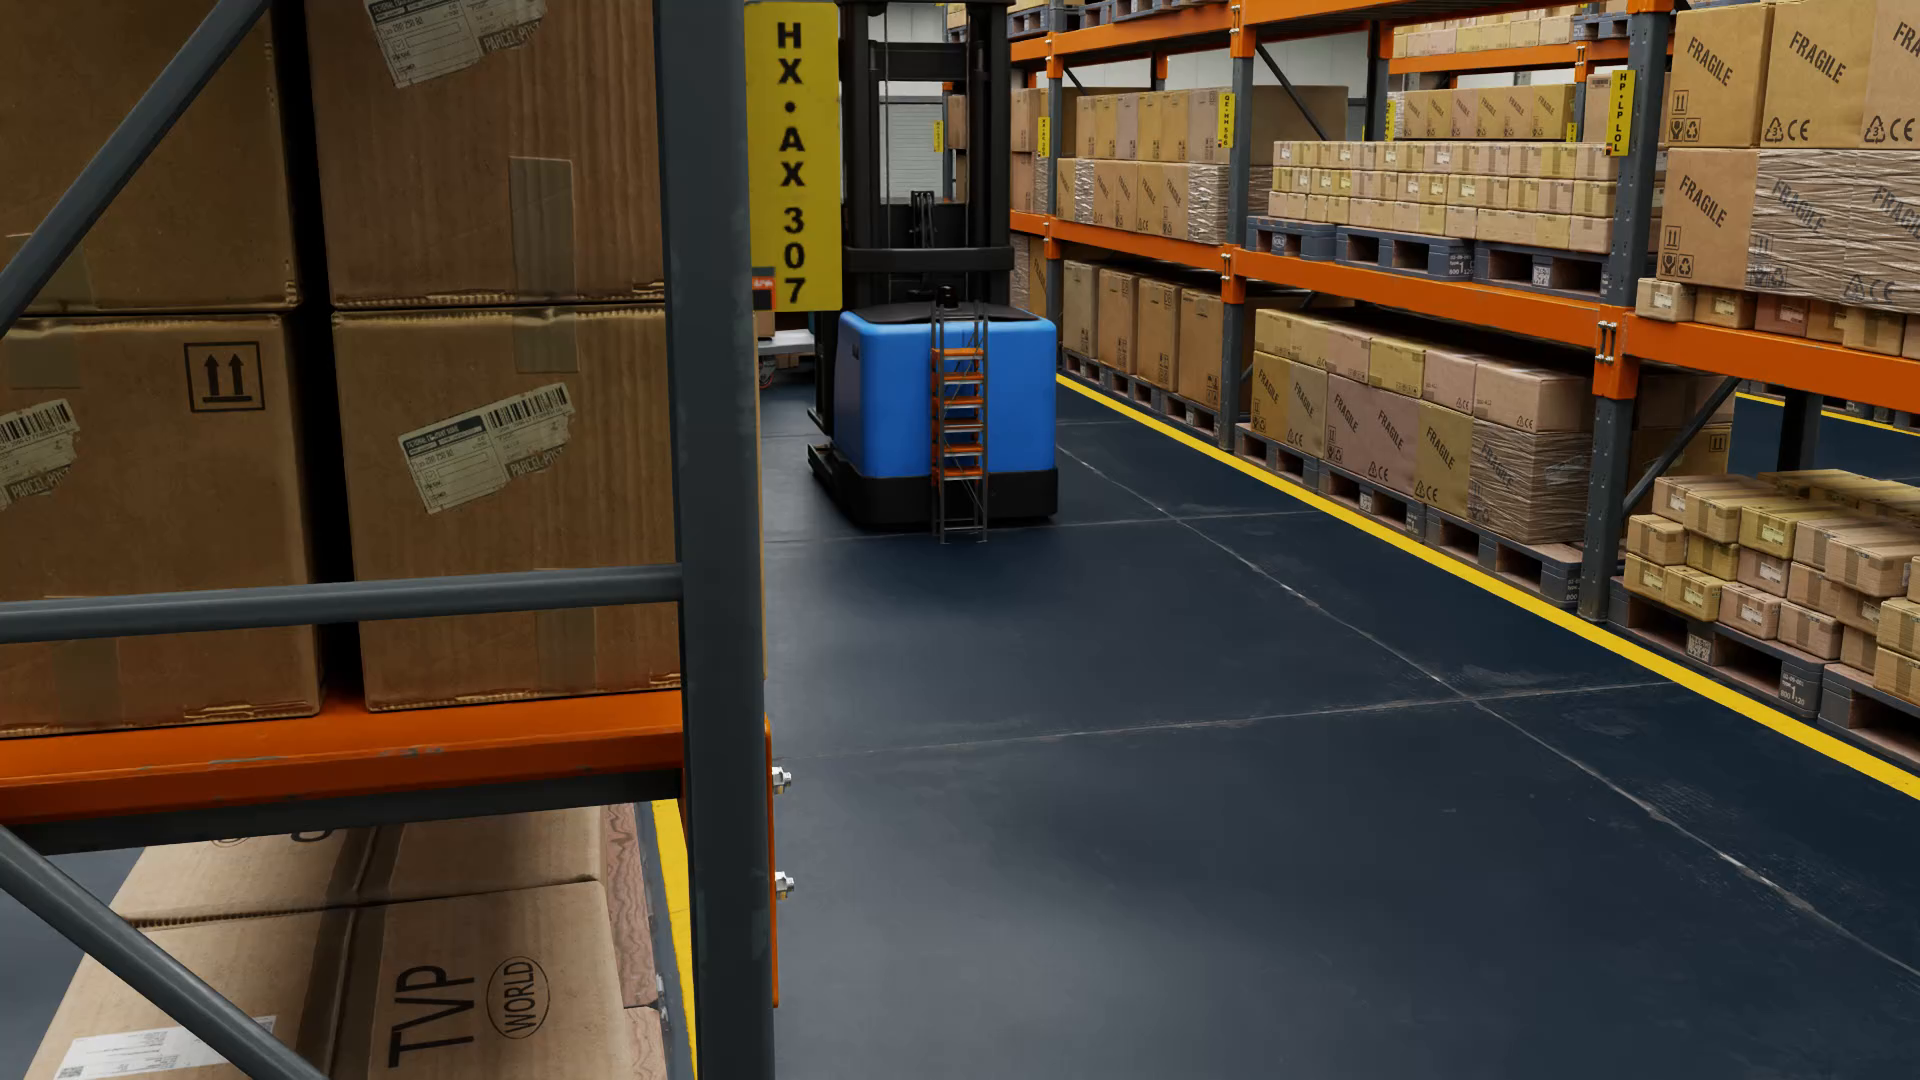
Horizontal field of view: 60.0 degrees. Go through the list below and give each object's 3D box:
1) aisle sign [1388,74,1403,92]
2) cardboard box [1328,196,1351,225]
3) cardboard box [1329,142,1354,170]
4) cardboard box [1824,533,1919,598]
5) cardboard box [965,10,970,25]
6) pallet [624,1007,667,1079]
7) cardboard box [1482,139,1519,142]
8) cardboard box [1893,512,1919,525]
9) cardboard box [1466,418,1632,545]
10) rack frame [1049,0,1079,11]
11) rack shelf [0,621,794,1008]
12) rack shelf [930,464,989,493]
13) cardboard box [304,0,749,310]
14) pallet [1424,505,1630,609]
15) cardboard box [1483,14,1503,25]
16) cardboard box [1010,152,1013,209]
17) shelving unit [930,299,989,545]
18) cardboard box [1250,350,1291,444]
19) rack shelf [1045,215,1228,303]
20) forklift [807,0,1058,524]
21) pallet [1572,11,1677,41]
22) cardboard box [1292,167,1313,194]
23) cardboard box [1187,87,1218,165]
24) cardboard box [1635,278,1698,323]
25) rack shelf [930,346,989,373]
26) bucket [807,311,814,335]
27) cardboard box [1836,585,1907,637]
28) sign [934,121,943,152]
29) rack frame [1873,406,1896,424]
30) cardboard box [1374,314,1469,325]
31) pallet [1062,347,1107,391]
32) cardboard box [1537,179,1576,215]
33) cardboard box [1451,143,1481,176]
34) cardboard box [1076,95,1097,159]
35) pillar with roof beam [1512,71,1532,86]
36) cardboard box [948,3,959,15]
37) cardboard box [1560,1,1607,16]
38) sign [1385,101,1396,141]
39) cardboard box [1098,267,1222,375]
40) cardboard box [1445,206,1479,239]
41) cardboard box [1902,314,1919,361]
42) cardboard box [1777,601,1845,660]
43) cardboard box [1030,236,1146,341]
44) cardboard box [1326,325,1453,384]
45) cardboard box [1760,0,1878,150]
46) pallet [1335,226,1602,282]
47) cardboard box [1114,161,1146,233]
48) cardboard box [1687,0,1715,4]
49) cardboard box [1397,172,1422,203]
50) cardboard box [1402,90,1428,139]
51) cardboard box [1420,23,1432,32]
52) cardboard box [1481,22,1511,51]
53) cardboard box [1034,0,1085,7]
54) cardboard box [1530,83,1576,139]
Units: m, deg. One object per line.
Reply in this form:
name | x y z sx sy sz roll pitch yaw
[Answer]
aisle sign | 4.849 -5.426 18.839 0.394 0.787 0.004 -3 14 -13
cardboard box | 2.289 -1.848 9.316 0.380 0.149 0.250 -3 14 -11
cardboard box | 2.290 -2.141 9.260 0.380 0.149 0.250 -4 14 -16
cardboard box | 3.186 0.083 5.634 0.380 0.149 0.250 -3 14 -12
cardboard box | 0.258 -5.228 16.620 0.380 0.149 0.250 -3 14 -13
pallet | -0.984 1.252 2.856 1.003 0.211 1.213 -3 14 -13
cardboard box | 5.750 -3.770 16.701 0.875 0.500 0.500 -3 14 -13
cardboard box | 3.614 -0.007 6.003 0.380 0.149 0.250 -3 14 -11
cardboard box | 2.709 -0.291 7.678 0.500 0.500 0.500 -4 14 -14
rack frame | 1.249 -5.904 13.632 1.000 3.000 0.127 -3 14 -13
rack shelf | -1.190 -0.034 3.762 1.077 0.370 4.000 -3 14 -13
rack shelf | -0.003 -0.310 8.366 0.258 0.103 0.180 -3 14 -13
cardboard box | -0.556 -0.583 2.176 0.500 0.500 0.500 -4 14 -14
pallet | 2.944 0.031 7.856 1.003 0.211 1.213 -3 14 -13
cardboard box | 5.422 -5.183 16.479 0.380 0.149 0.250 -3 14 -11
cardboard box | 0.765 -3.520 16.201 0.875 0.550 0.500 -3 14 -13
shelving unit | -0.003 -0.586 8.298 0.258 1.200 0.189 -3 14 -13
cardboard box | 2.107 -0.879 10.088 0.500 0.500 0.500 -4 14 -16
rack shelf | 1.719 -2.179 12.541 1.077 0.370 4.000 -3 14 -13
forklift | -0.309 -1.808 9.652 1.130 2.935 3.031 -3 14 -12
pallet | 6.136 -4.460 14.439 1.213 0.211 1.003 -3 14 -13
cardboard box | 2.173 -2.108 9.754 0.380 0.149 0.250 -3 14 -10
cardboard box | 1.973 -2.822 11.340 0.700 0.500 0.500 -3 14 -14
cardboard box | 2.877 -0.939 6.478 0.380 0.149 0.250 -3 14 -11
rack shelf | -0.003 -0.893 8.223 0.258 0.103 0.180 -3 14 -13
bucket | -1.024 -2.041 14.155 0.726 0.611 0.620 2 24 6
cardboard box | 3.243 0.228 5.667 0.380 0.149 0.250 -3 14 -11
sign | -0.231 -4.342 17.888 0.100 0.325 0.005 -3 14 -13
rack frame | 7.034 -2.320 11.603 1.000 3.000 0.127 -3 14 -13
cardboard box | 2.733 -1.162 9.665 0.500 0.250 0.500 -3 14 -12
pallet | 1.504 -1.461 13.964 1.003 0.211 1.213 -3 14 -13
cardboard box | 2.780 -1.512 7.314 0.380 0.149 0.250 -3 14 -13
cardboard box | 2.605 -1.836 8.013 0.380 0.149 0.250 -4 14 -15
cardboard box | 1.372 -3.410 13.746 0.700 0.500 0.500 -4 14 -14
pillar with roof beam | 10.783 -13.092 43.052 9.100 9.000 0.400 -3 14 -13
cardboard box | 0.174 -5.568 17.172 0.500 0.250 0.500 -3 14 -13
cardboard box | 5.737 -4.880 15.236 0.380 0.149 0.250 -3 14 -11
sign | 2.714 -2.623 10.572 0.100 0.325 0.005 -3 14 -13
cardboard box | 1.705 -1.740 13.084 1.050 0.750 0.750 -3 14 -13
cardboard box | 2.595 -1.546 8.079 0.380 0.149 0.250 -4 14 -16
cardboard box | 3.233 -0.637 5.245 0.380 0.149 0.250 -3 14 -11
cardboard box | 3.181 0.310 5.959 0.380 0.149 0.250 -4 14 -14
cardboard box | 1.170 -2.311 15.156 0.875 0.875 0.875 -3 14 -12
cardboard box | 2.338 -1.017 9.070 0.500 0.250 0.500 -3 14 -13
cardboard box | 3.134 -1.587 5.657 0.500 0.500 0.500 -4 14 -15
pallet | 2.693 -1.519 8.730 1.003 0.211 1.213 -3 14 -13
cardboard box | 1.464 -2.553 12.346 0.500 0.500 0.500 -3 14 -12
cardboard box | 6.330 -4.623 13.606 0.797 0.503 0.637 -3 14 -11
cardboard box | 2.478 -1.812 8.540 0.380 0.149 0.250 -3 14 -11
cardboard box | 5.130 -4.587 17.936 0.500 0.500 0.500 -3 14 -13
cardboard box | 5.135 -5.484 17.708 0.380 0.149 0.250 -3 14 -11
cardboard box | 5.496 -4.956 16.389 0.500 0.250 0.500 -3 14 -14
cardboard box | 0.853 -4.644 14.227 0.380 0.149 0.250 -3 14 -13
cardboard box | 5.721 -4.010 15.577 0.500 0.500 0.500 -3 14 -13
